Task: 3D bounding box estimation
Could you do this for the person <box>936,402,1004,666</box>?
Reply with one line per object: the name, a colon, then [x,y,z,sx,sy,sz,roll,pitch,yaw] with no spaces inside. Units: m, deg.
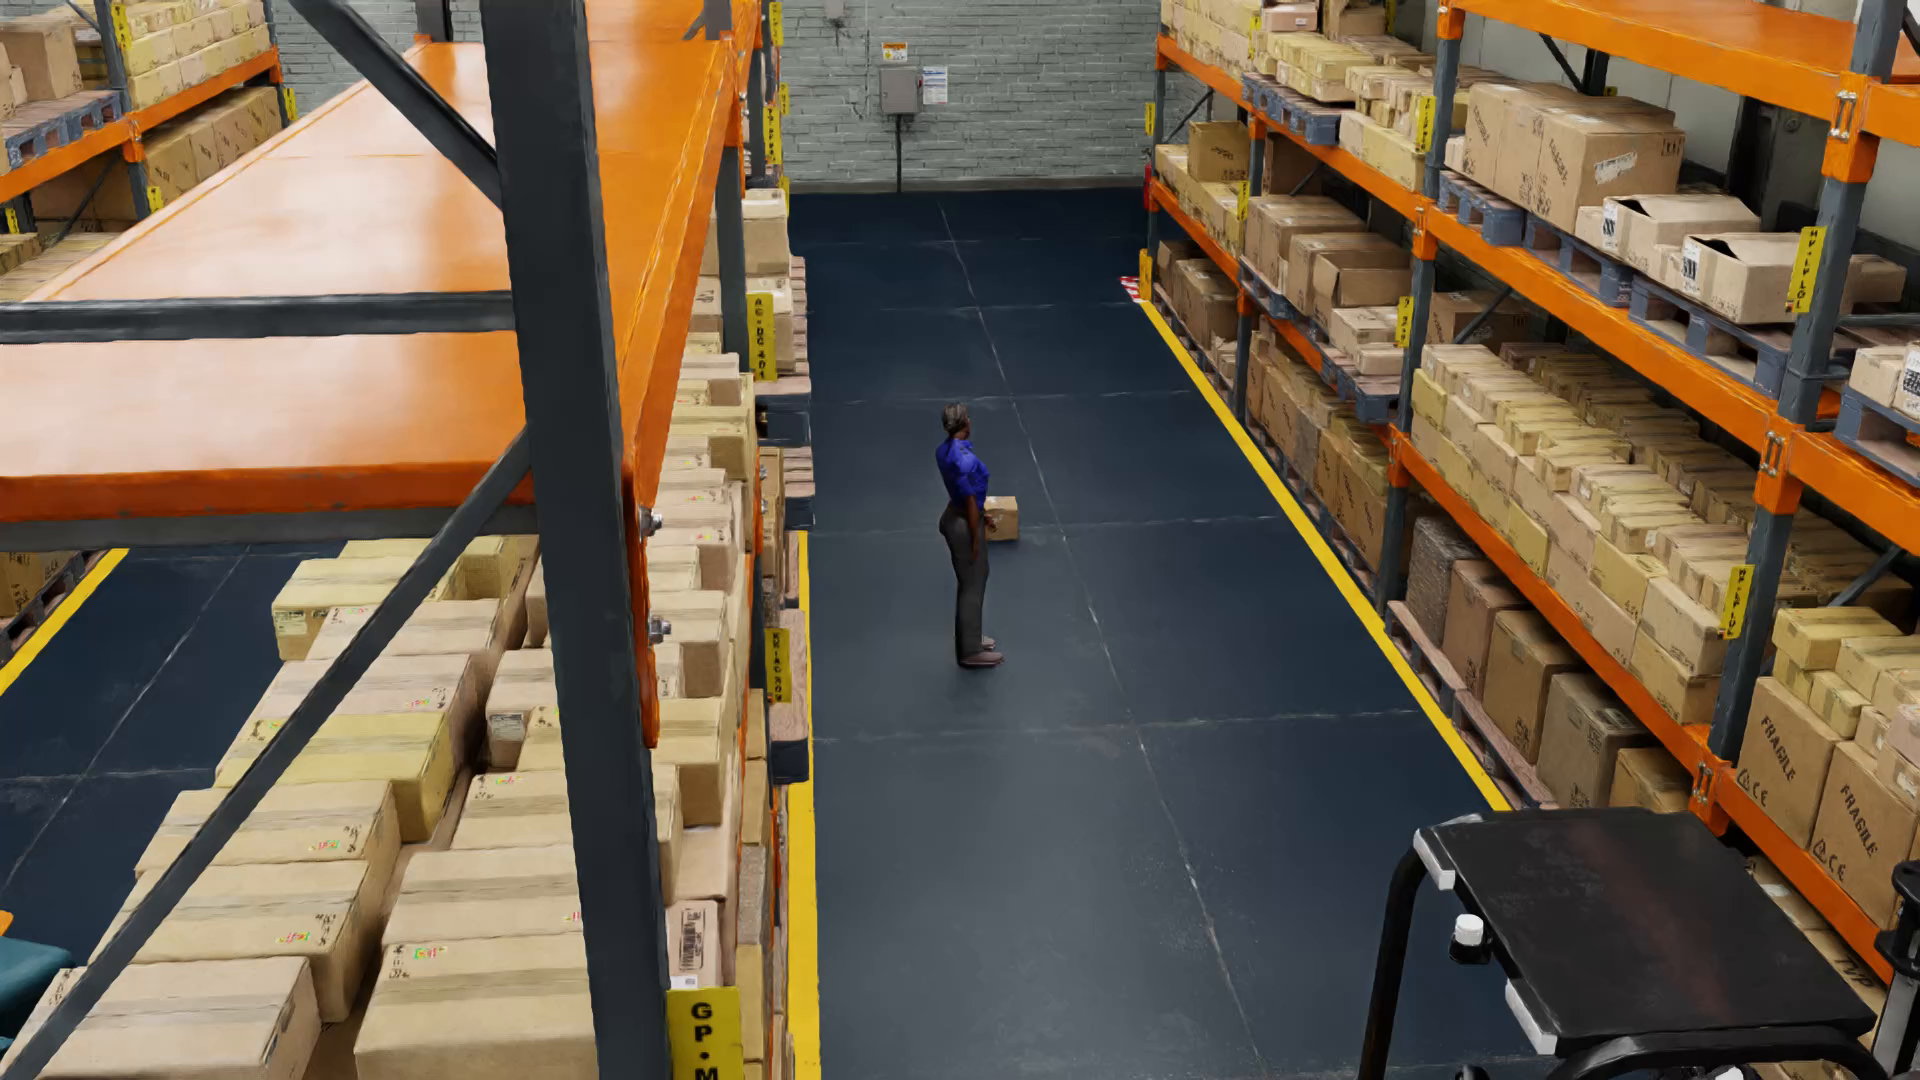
person: [0.084,-0.049,10.452,0.398,1.648,0.557,-7,25,-16]
